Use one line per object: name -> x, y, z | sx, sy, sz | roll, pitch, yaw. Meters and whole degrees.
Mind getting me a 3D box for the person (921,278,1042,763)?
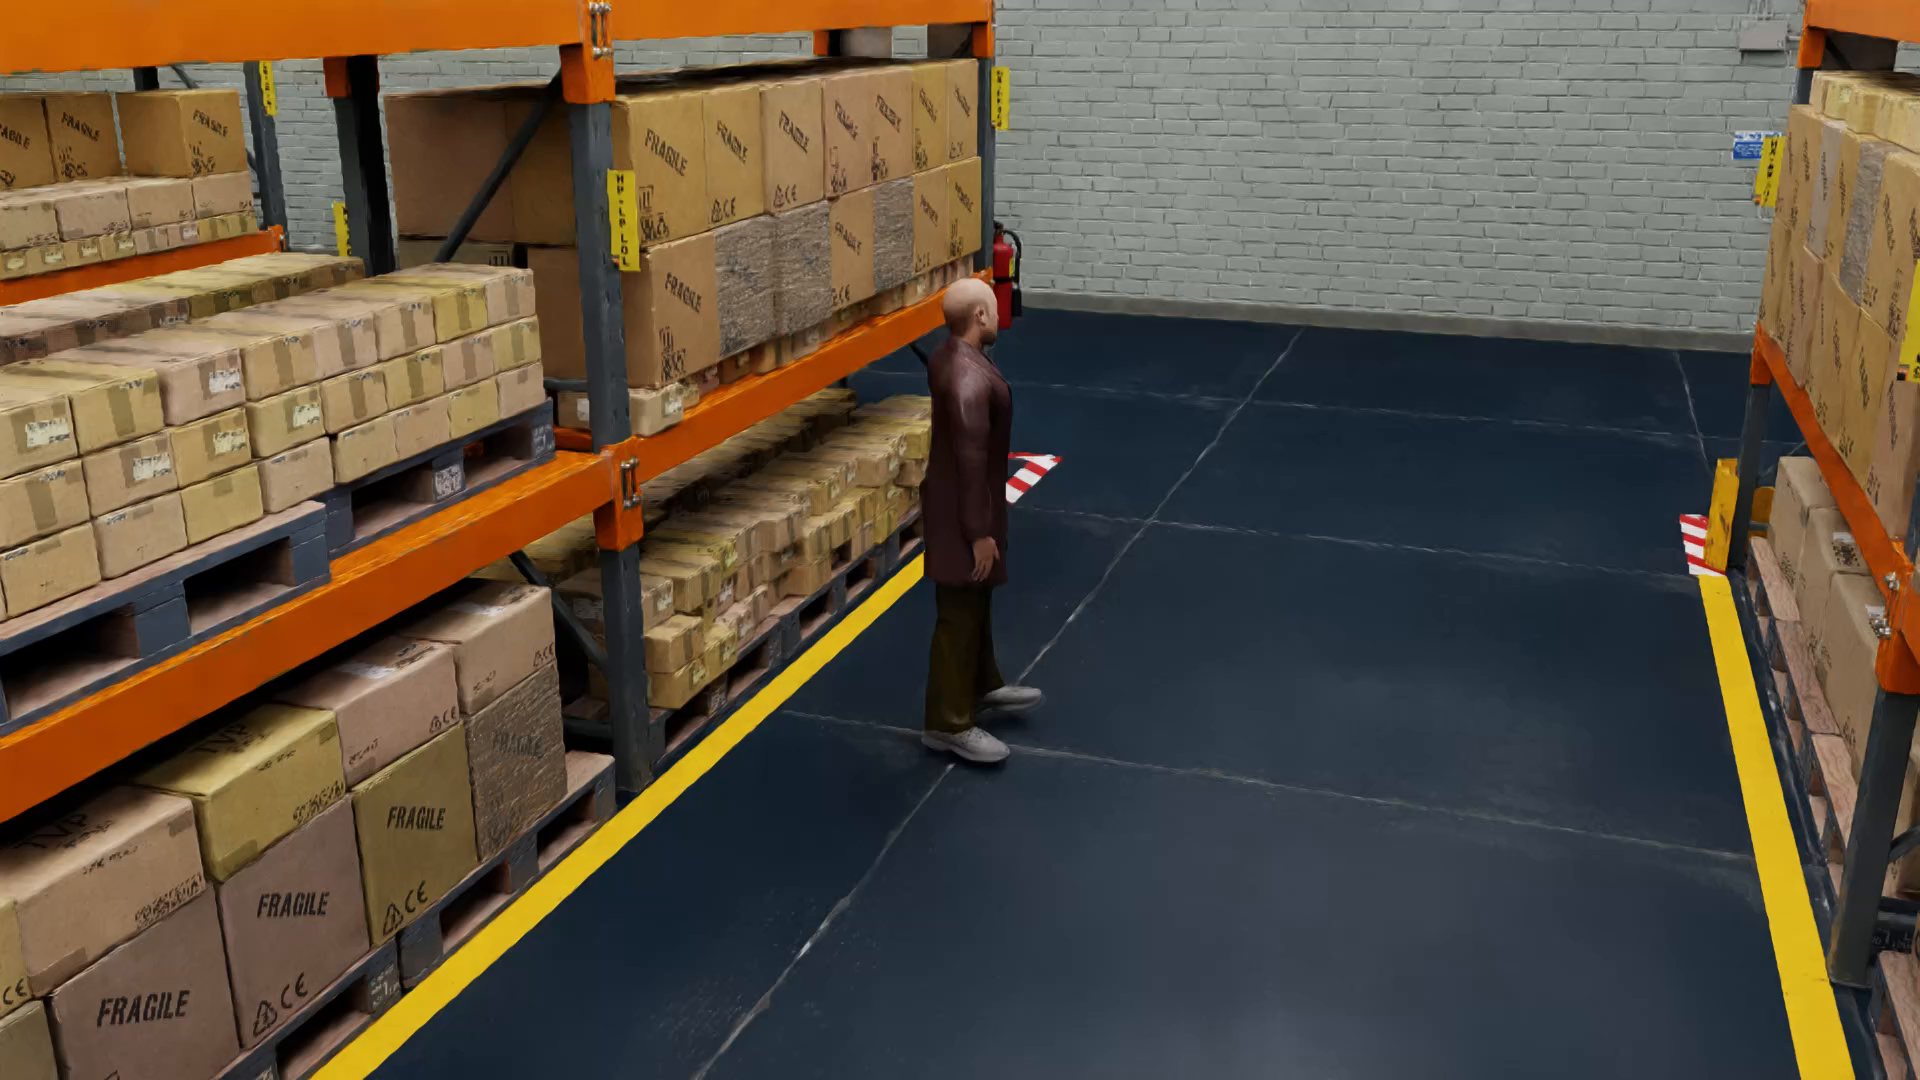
person -> 0.093, -0.098, 6.277 | 0.517, 1.790, 0.650 | -2, 19, -7
